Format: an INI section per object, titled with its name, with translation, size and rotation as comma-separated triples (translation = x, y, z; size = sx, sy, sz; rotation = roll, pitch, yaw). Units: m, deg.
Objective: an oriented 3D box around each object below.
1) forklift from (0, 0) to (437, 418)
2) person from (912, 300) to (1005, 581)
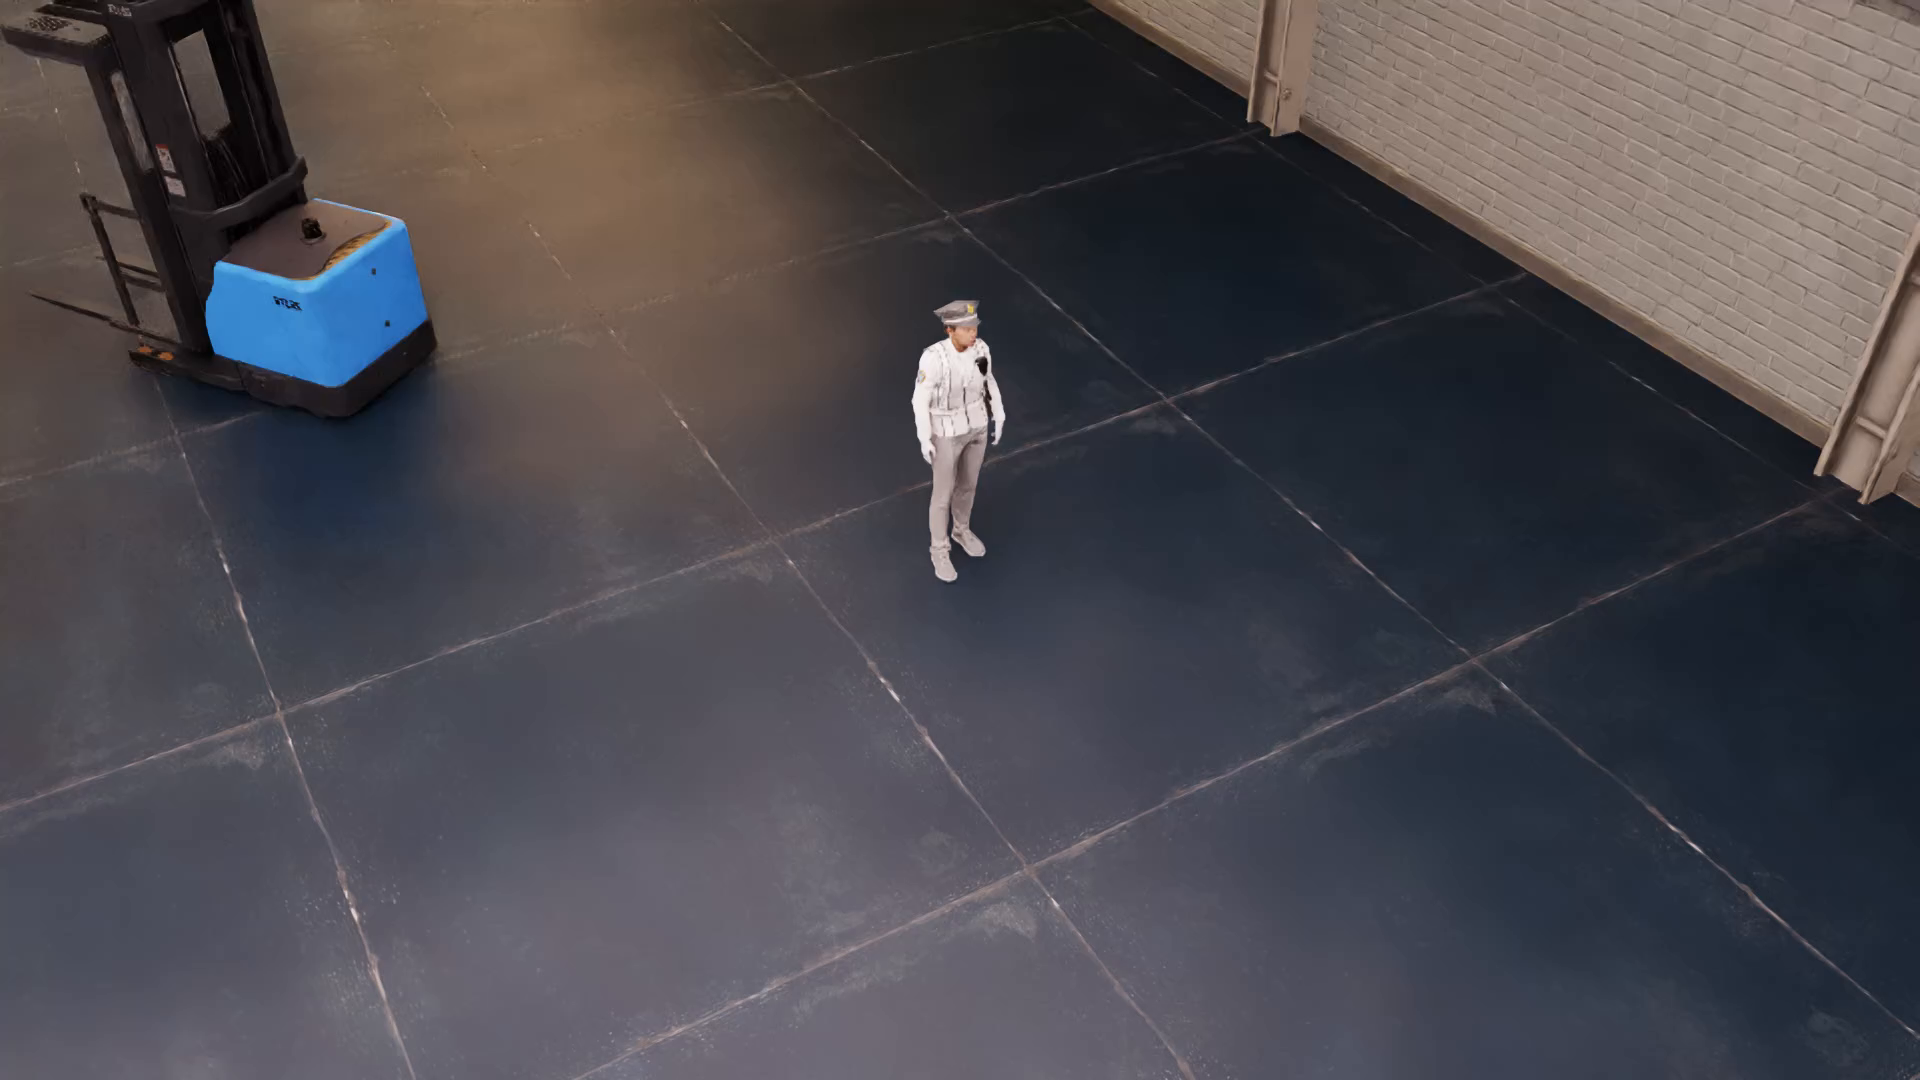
[forklift]
translation = -5.305, -2.578, 11.144
size = 3.031, 2.935, 1.130
rotation = 16, 42, 18
[person]
translation = 0.028, -0.618, 9.739
size = 0.586, 1.695, 0.532
rotation = -20, 44, -23
